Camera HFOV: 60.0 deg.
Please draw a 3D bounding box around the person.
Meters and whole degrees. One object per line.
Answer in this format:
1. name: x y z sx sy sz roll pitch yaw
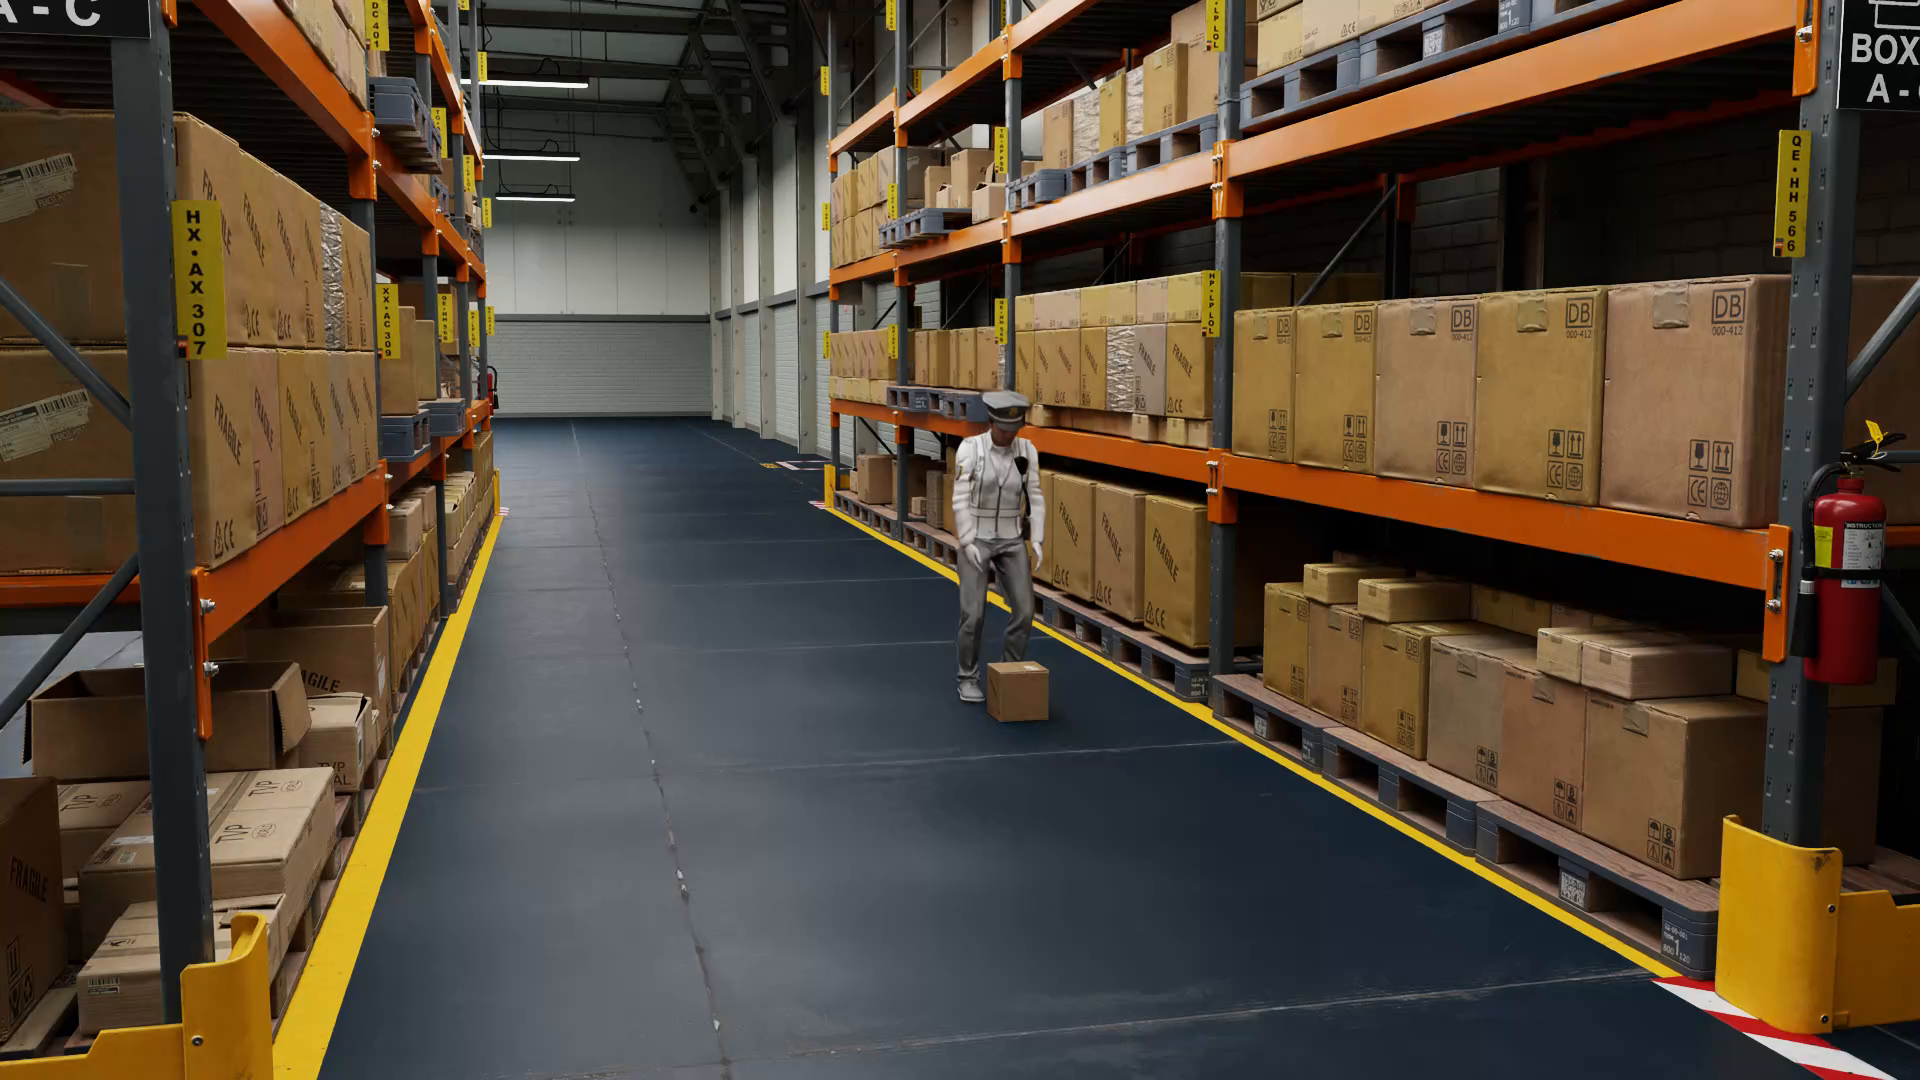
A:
1. person: 0.207 0.033 8.656 0.504 1.616 0.465 -1 6 -13
